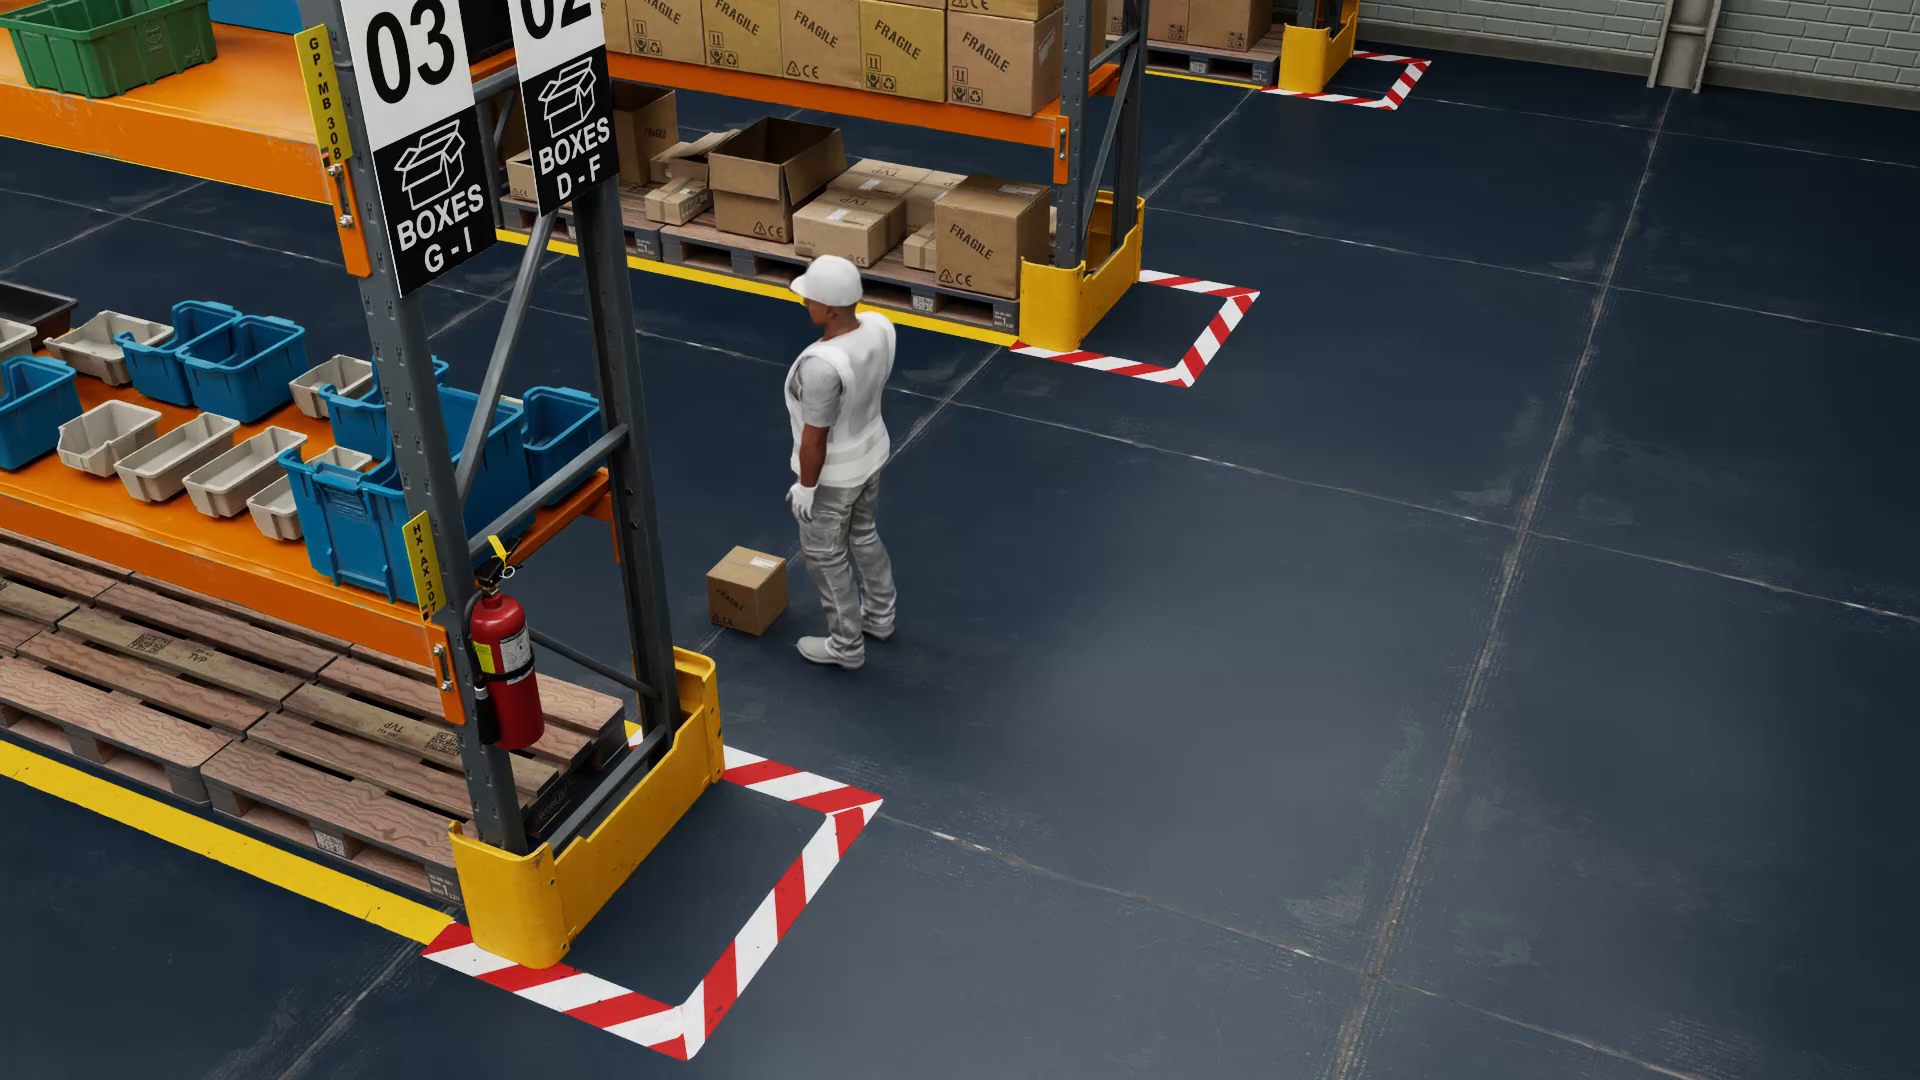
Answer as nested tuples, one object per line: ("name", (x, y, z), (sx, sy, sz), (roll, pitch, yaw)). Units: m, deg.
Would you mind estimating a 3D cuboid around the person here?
("person", (-0.476, -0.294, 6.571), (0.354, 1.779, 0.546), (15, 36, 22))
